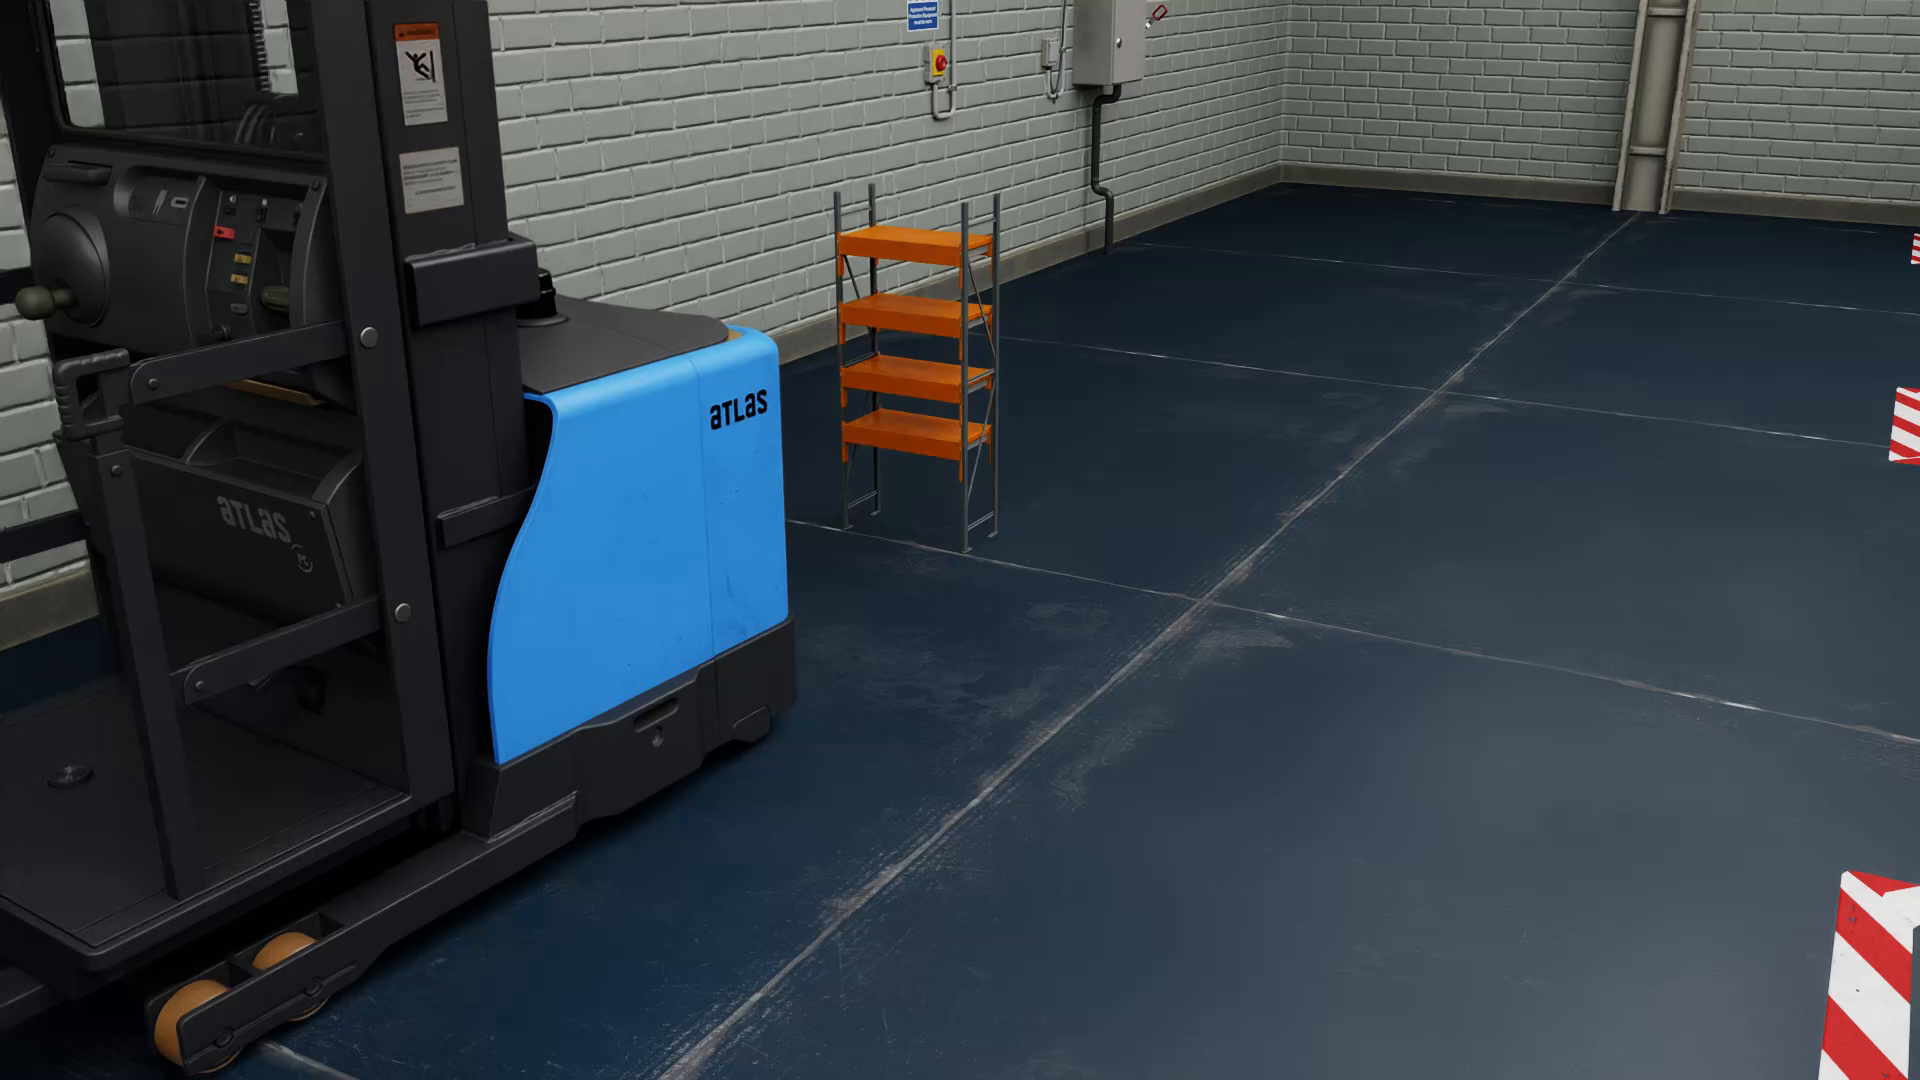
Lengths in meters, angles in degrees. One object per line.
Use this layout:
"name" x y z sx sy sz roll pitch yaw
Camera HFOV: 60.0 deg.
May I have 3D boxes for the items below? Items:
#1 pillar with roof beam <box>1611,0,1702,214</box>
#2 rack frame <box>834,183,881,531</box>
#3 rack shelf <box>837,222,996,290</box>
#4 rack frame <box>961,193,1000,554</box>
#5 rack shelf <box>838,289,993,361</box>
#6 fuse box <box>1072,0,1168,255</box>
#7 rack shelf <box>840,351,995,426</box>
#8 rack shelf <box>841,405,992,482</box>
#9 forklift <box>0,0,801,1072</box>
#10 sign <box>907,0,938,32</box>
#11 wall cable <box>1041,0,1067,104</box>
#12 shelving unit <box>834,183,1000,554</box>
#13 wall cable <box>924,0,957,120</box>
"pillar with roof beam" 3.216 -5.527 7.904 0.400 9.000 9.100 11 23 27
"rack frame" -0.358 -0.632 5.848 0.015 1.200 0.240 11 23 27
"rack shelf" -0.144 -0.961 5.602 0.480 0.148 0.258 11 23 27
"rack frame" 0.069 -0.551 5.625 0.015 1.200 0.240 11 23 27
"rack shelf" -0.145 -0.739 5.683 0.480 0.148 0.258 11 23 27
"fuse box" 1.030 -2.719 10.852 0.414 1.711 0.539 11 23 27
"rack shelf" -0.145 -0.528 5.759 0.480 0.148 0.258 11 23 27
"rack shelf" -0.145 -0.342 5.827 0.480 0.148 0.258 11 23 27
"forklift" -1.665 -0.569 3.136 1.130 2.935 3.031 13 24 31
"sign" -0.198 -2.847 8.917 0.001 0.218 0.327 11 23 27
"wall cable" 0.560 -3.625 9.971 0.122 1.984 0.588 11 23 27
"shelving unit" -0.144 -0.592 5.736 0.503 1.200 0.258 11 23 27
"wall cable" -0.121 -3.216 8.796 0.123 1.953 0.585 11 23 27
